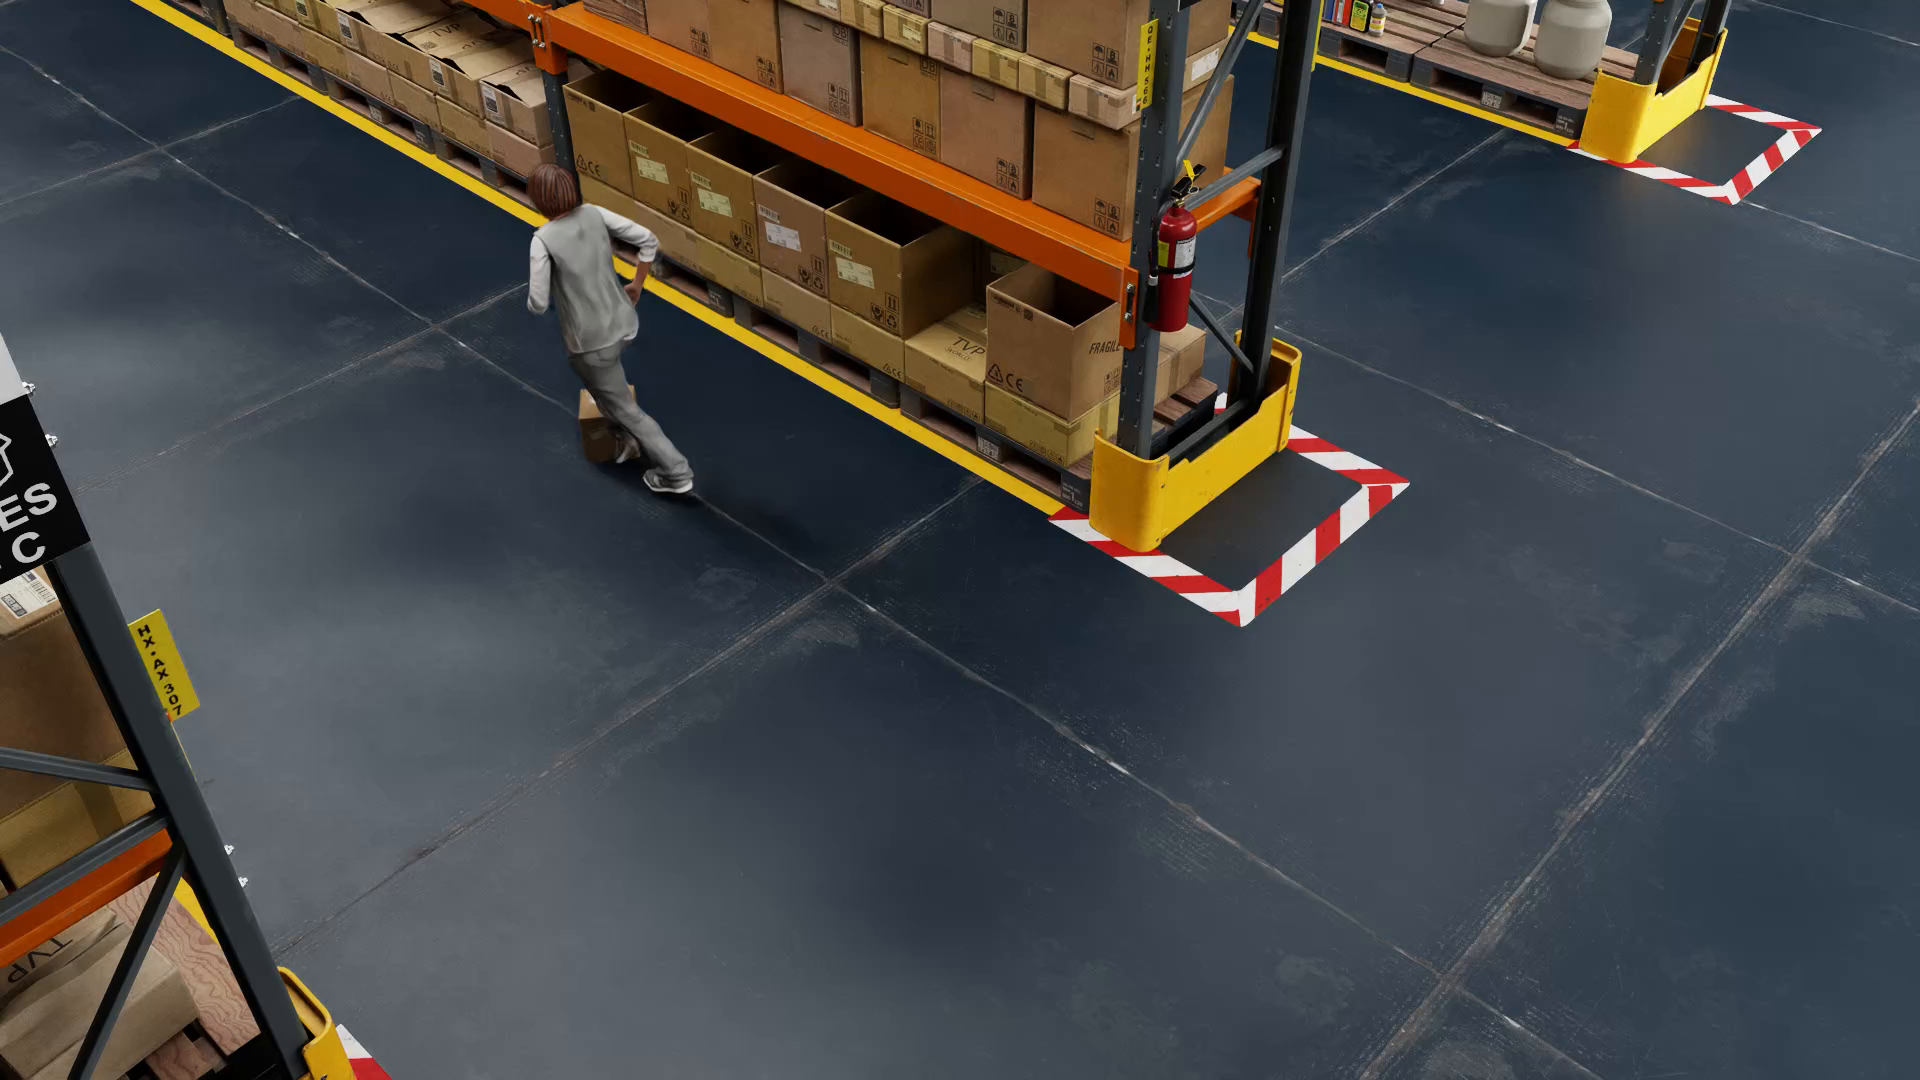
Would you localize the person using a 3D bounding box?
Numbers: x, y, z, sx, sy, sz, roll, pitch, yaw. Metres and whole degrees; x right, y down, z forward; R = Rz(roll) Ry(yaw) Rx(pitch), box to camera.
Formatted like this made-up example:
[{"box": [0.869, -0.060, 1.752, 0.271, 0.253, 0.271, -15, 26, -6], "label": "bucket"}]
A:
[{"box": [-1.539, -0.906, 7.262, 0.766, 1.519, 0.546, 21, 44, 23], "label": "person"}]
